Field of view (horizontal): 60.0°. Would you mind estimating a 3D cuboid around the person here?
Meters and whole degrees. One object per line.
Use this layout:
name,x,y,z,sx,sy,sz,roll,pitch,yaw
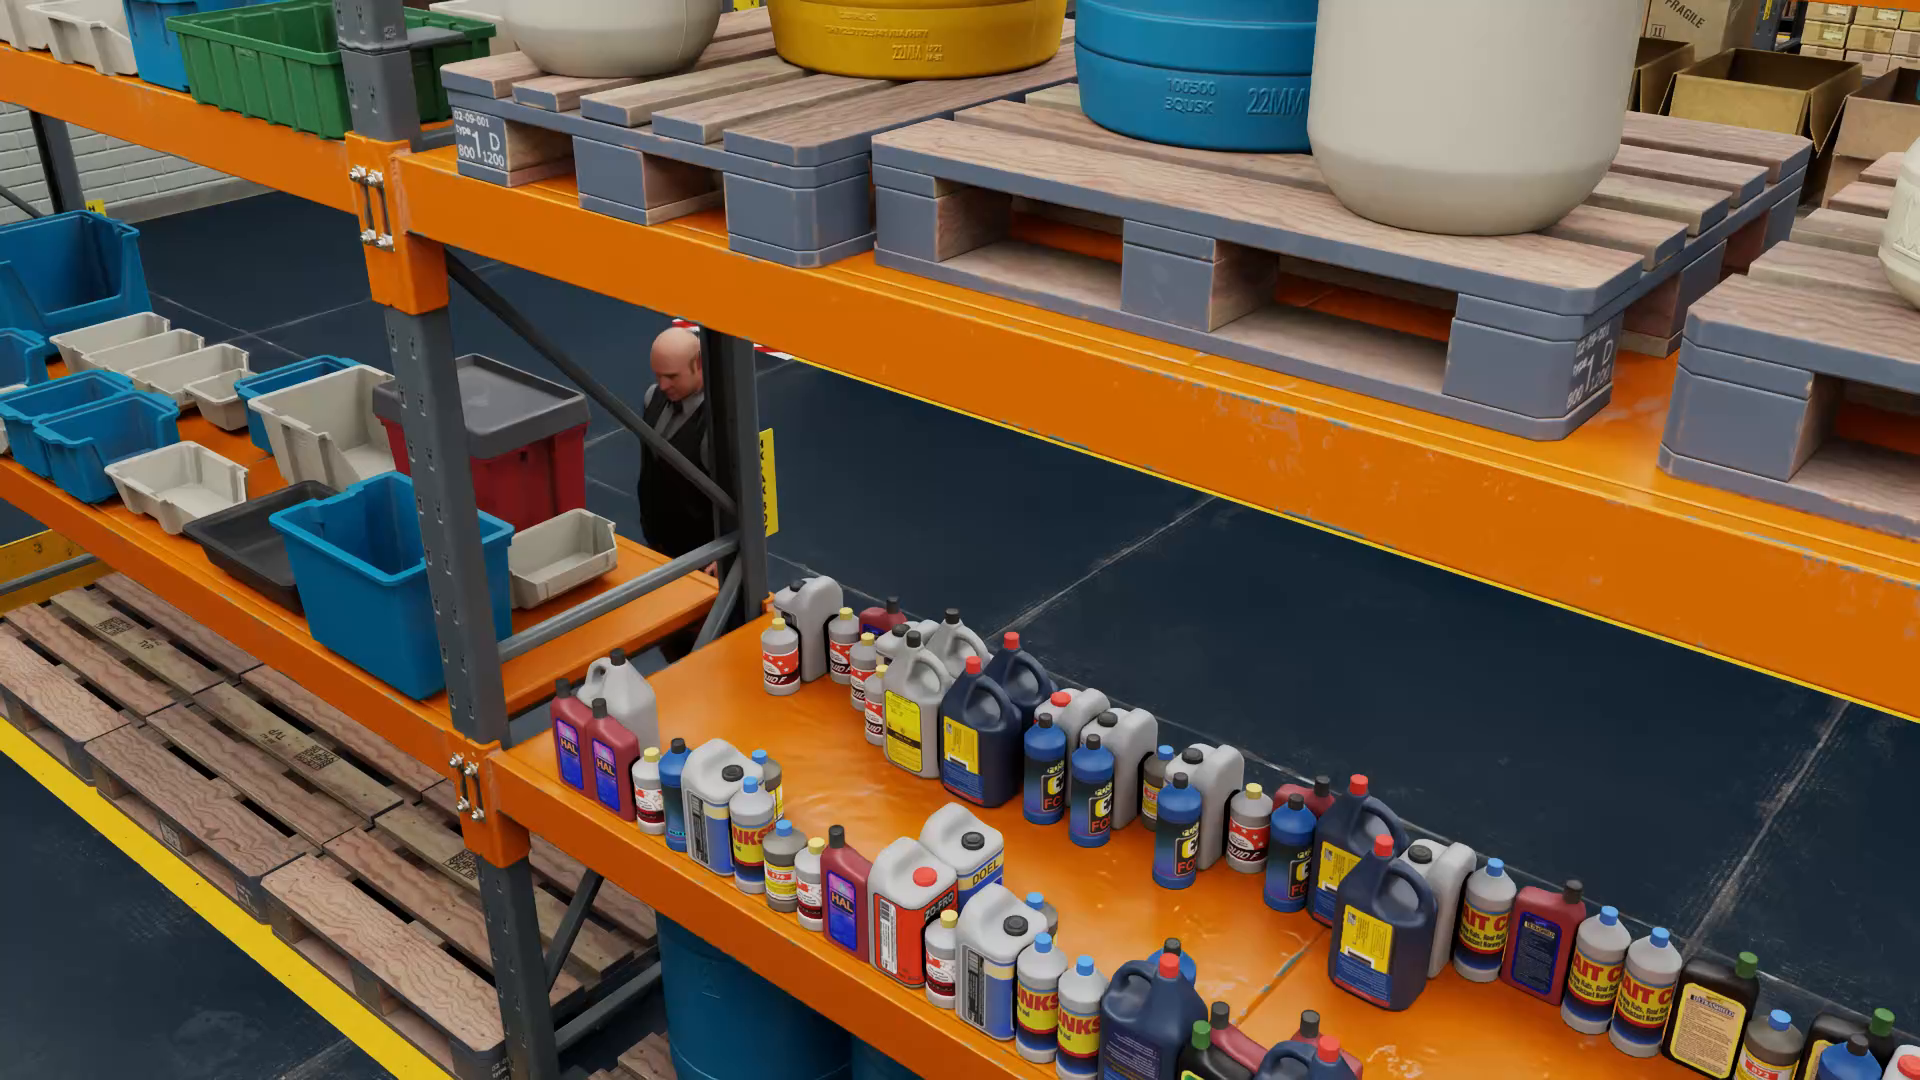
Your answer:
person,-1.089,0.502,6.225,0.504,0.792,0.938,20,33,33
